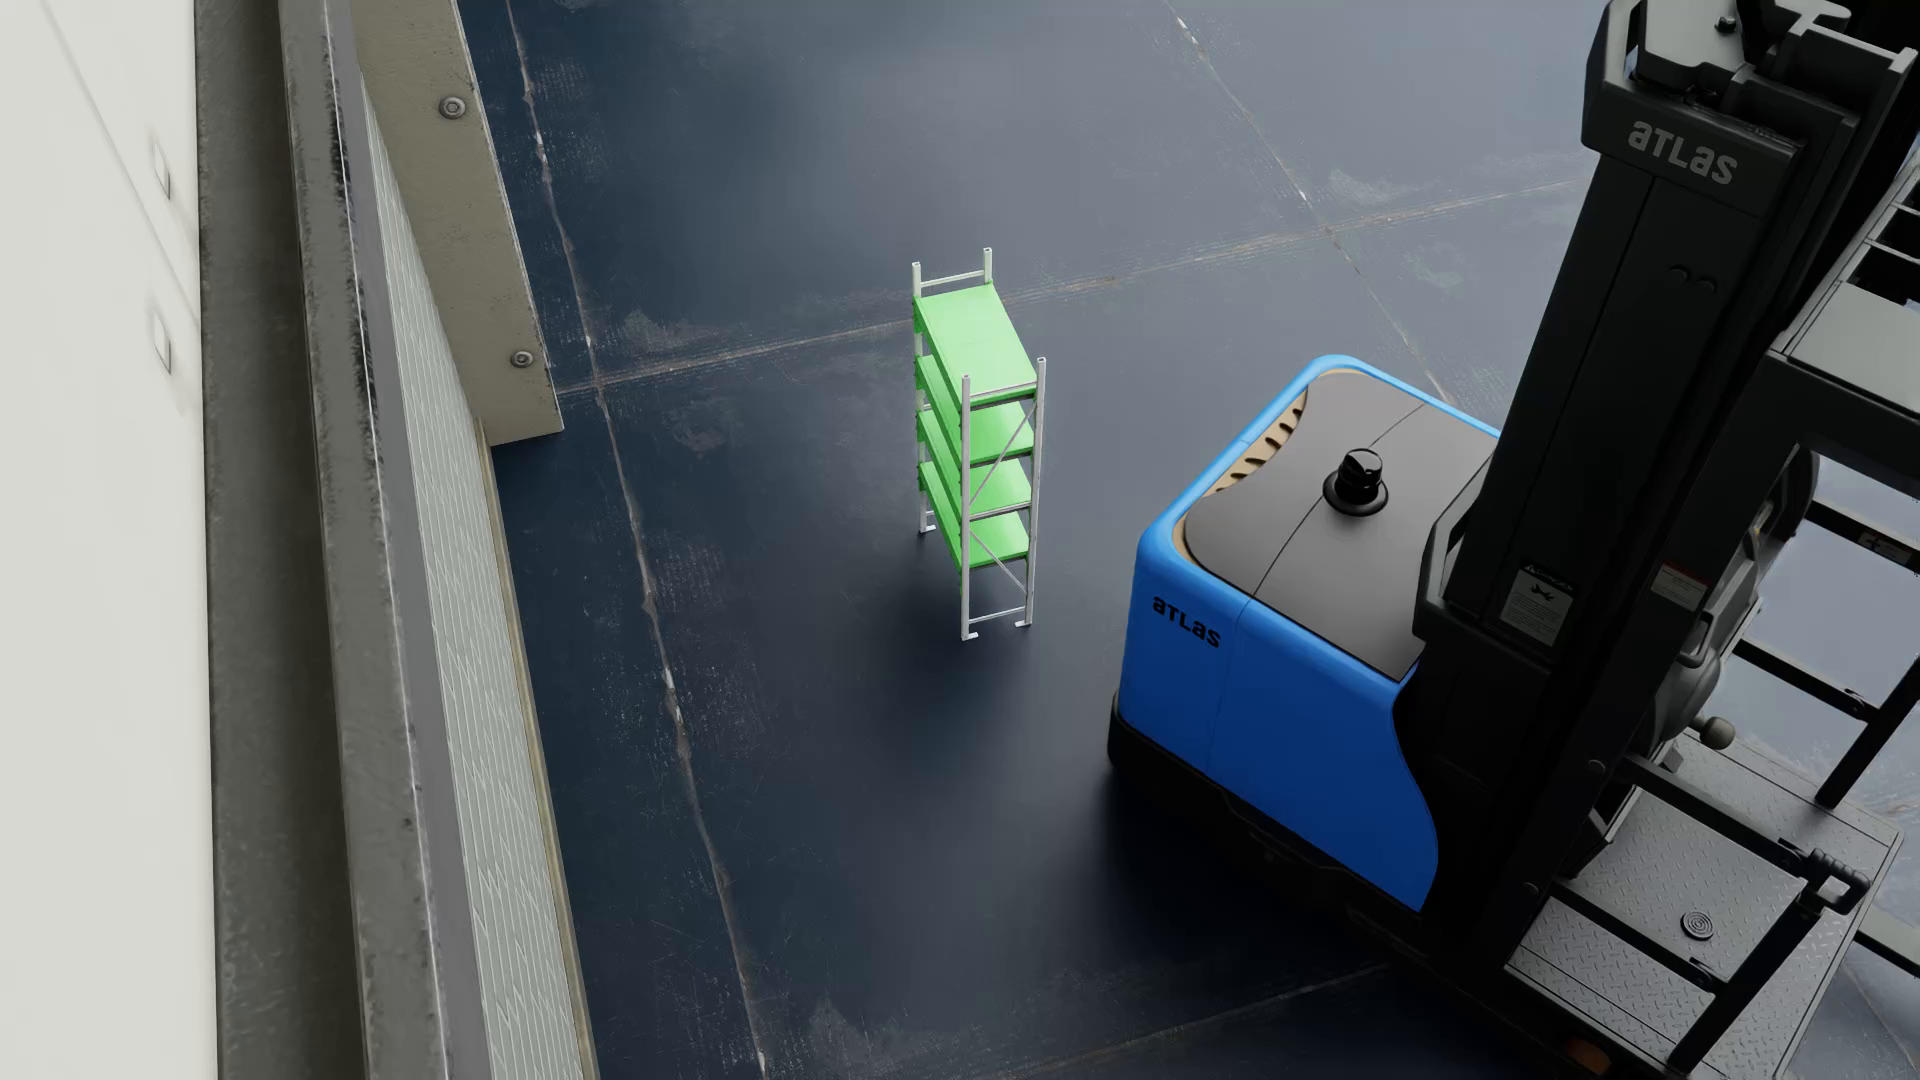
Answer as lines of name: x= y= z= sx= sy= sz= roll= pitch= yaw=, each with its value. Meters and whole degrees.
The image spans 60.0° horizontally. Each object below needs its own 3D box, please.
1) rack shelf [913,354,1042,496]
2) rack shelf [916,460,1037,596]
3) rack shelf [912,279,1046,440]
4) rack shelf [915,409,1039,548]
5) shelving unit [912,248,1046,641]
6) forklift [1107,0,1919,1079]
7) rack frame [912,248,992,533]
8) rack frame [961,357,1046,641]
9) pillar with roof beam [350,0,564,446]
rack shelf: x=0.049 y=-0.379 z=5.055 sx=0.258 sy=0.148 sz=0.480 roll=-13 pitch=51 yaw=-11
rack shelf: x=0.049 y=-0.070 z=5.422 sx=0.258 sy=0.148 sz=0.480 roll=-13 pitch=51 yaw=-11
rack shelf: x=0.049 y=-0.534 z=4.871 sx=0.258 sy=0.148 sz=0.480 roll=-13 pitch=51 yaw=-11
rack shelf: x=0.049 y=-0.225 z=5.238 sx=0.258 sy=0.148 sz=0.480 roll=-13 pitch=51 yaw=-11
shelving unit: x=0.049 y=-0.266 z=5.189 sx=0.258 sy=1.200 sz=0.503 roll=-13 pitch=51 yaw=-11
forklift: x=1.913 y=0.181 z=3.680 sx=3.031 sy=2.935 sz=1.130 roll=32 pitch=57 yaw=24
rack frame: x=-0.023 y=-0.444 z=5.340 sx=0.240 sy=1.200 sz=0.015 roll=-13 pitch=51 yaw=-11
rack frame: x=0.121 y=-0.088 z=5.039 sx=0.240 sy=1.200 sz=0.015 roll=-13 pitch=51 yaw=-11
pillar with roof beam: x=2.458 y=-4.386 z=3.562 sx=9.100 sy=9.000 sz=0.400 roll=-13 pitch=51 yaw=-11
